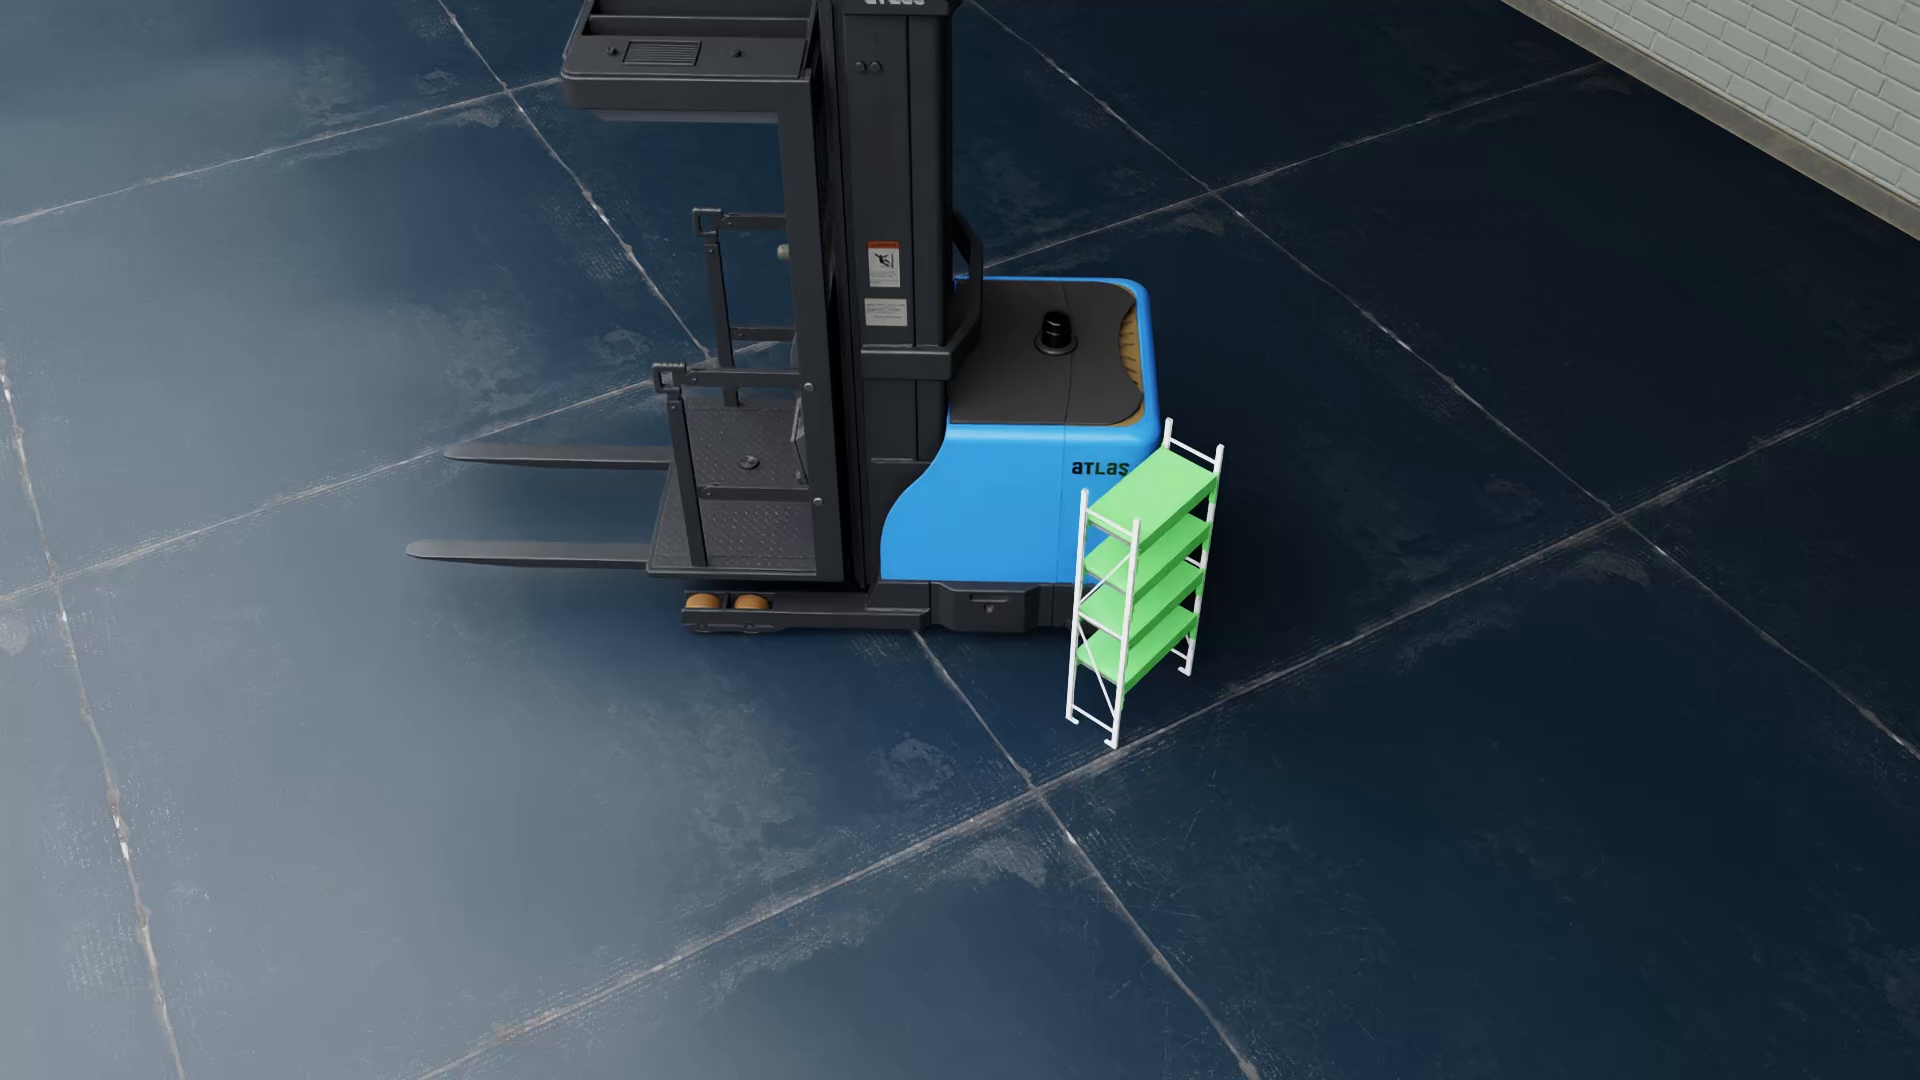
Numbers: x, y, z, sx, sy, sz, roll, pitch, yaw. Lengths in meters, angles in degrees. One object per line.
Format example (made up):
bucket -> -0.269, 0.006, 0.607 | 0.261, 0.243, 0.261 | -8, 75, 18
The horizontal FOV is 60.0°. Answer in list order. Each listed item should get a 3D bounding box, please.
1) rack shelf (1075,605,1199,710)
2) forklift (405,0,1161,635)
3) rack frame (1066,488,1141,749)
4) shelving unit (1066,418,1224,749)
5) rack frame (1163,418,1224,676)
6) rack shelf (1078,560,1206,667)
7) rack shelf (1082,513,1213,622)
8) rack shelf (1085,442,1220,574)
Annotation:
rack shelf -> 0.667, 0.400, 6.342 | 0.258, 0.148, 0.480 | 31, 52, 28
forklift -> -0.748, -1.038, 6.144 | 3.031, 2.935, 1.130 | 1, 44, 1
rack frame -> 0.507, 0.311, 5.997 | 0.240, 1.200, 0.015 | 31, 52, 28
shelving unit -> 0.667, 0.182, 6.130 | 0.258, 1.200, 0.503 | 31, 52, 28
rack frame -> 0.826, 0.054, 6.263 | 0.240, 1.200, 0.015 | 31, 52, 28
rack shelf -> 0.667, 0.228, 6.174 | 0.258, 0.148, 0.480 | 31, 52, 28
rack shelf -> 0.667, 0.056, 6.007 | 0.258, 0.148, 0.480 | 31, 52, 28
rack shelf -> 0.667, -0.116, 5.840 | 0.258, 0.148, 0.480 | 31, 52, 28
